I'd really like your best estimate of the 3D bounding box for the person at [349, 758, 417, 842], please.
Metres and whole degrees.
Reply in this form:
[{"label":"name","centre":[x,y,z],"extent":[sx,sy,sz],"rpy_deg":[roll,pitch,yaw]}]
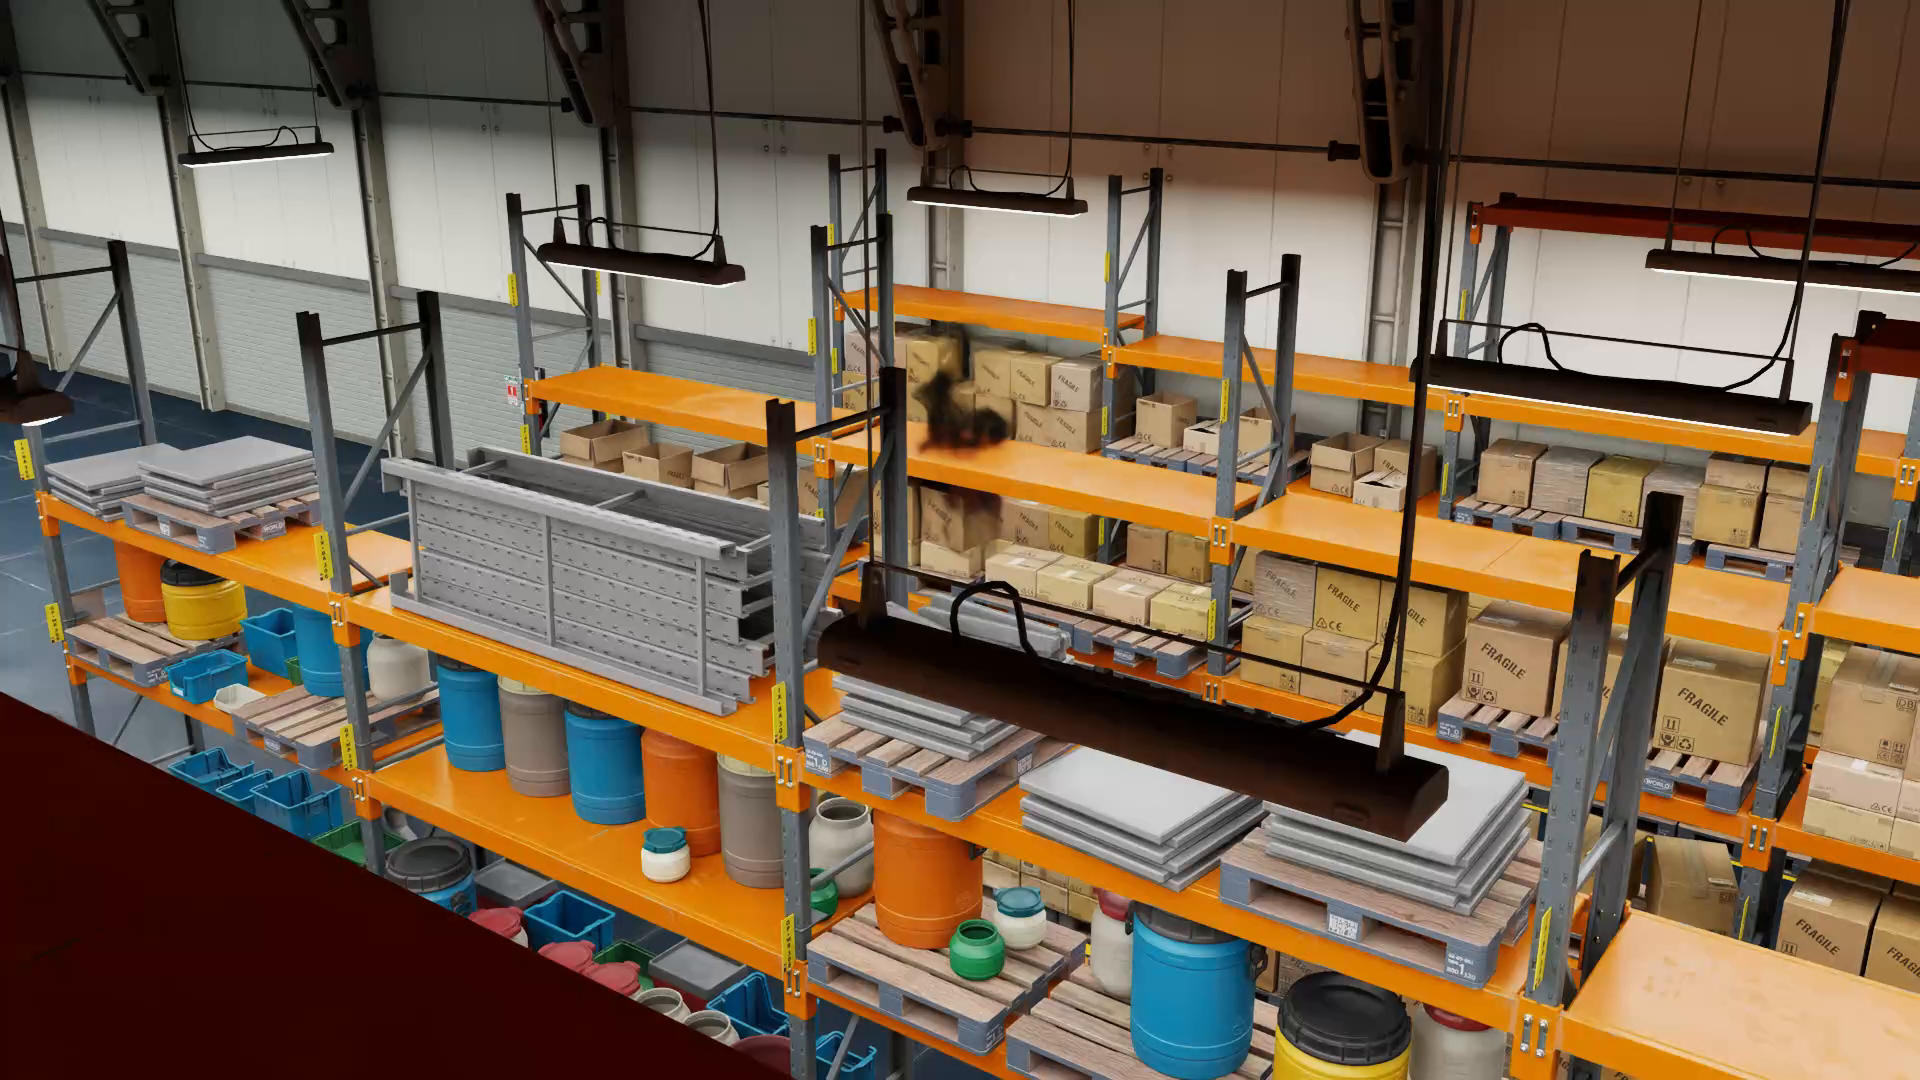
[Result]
[{"label":"person","centre":[-5.323,2.337,15.275],"extent":[0.971,1.758,0.657],"rpy_deg":[12,22,32]}]
